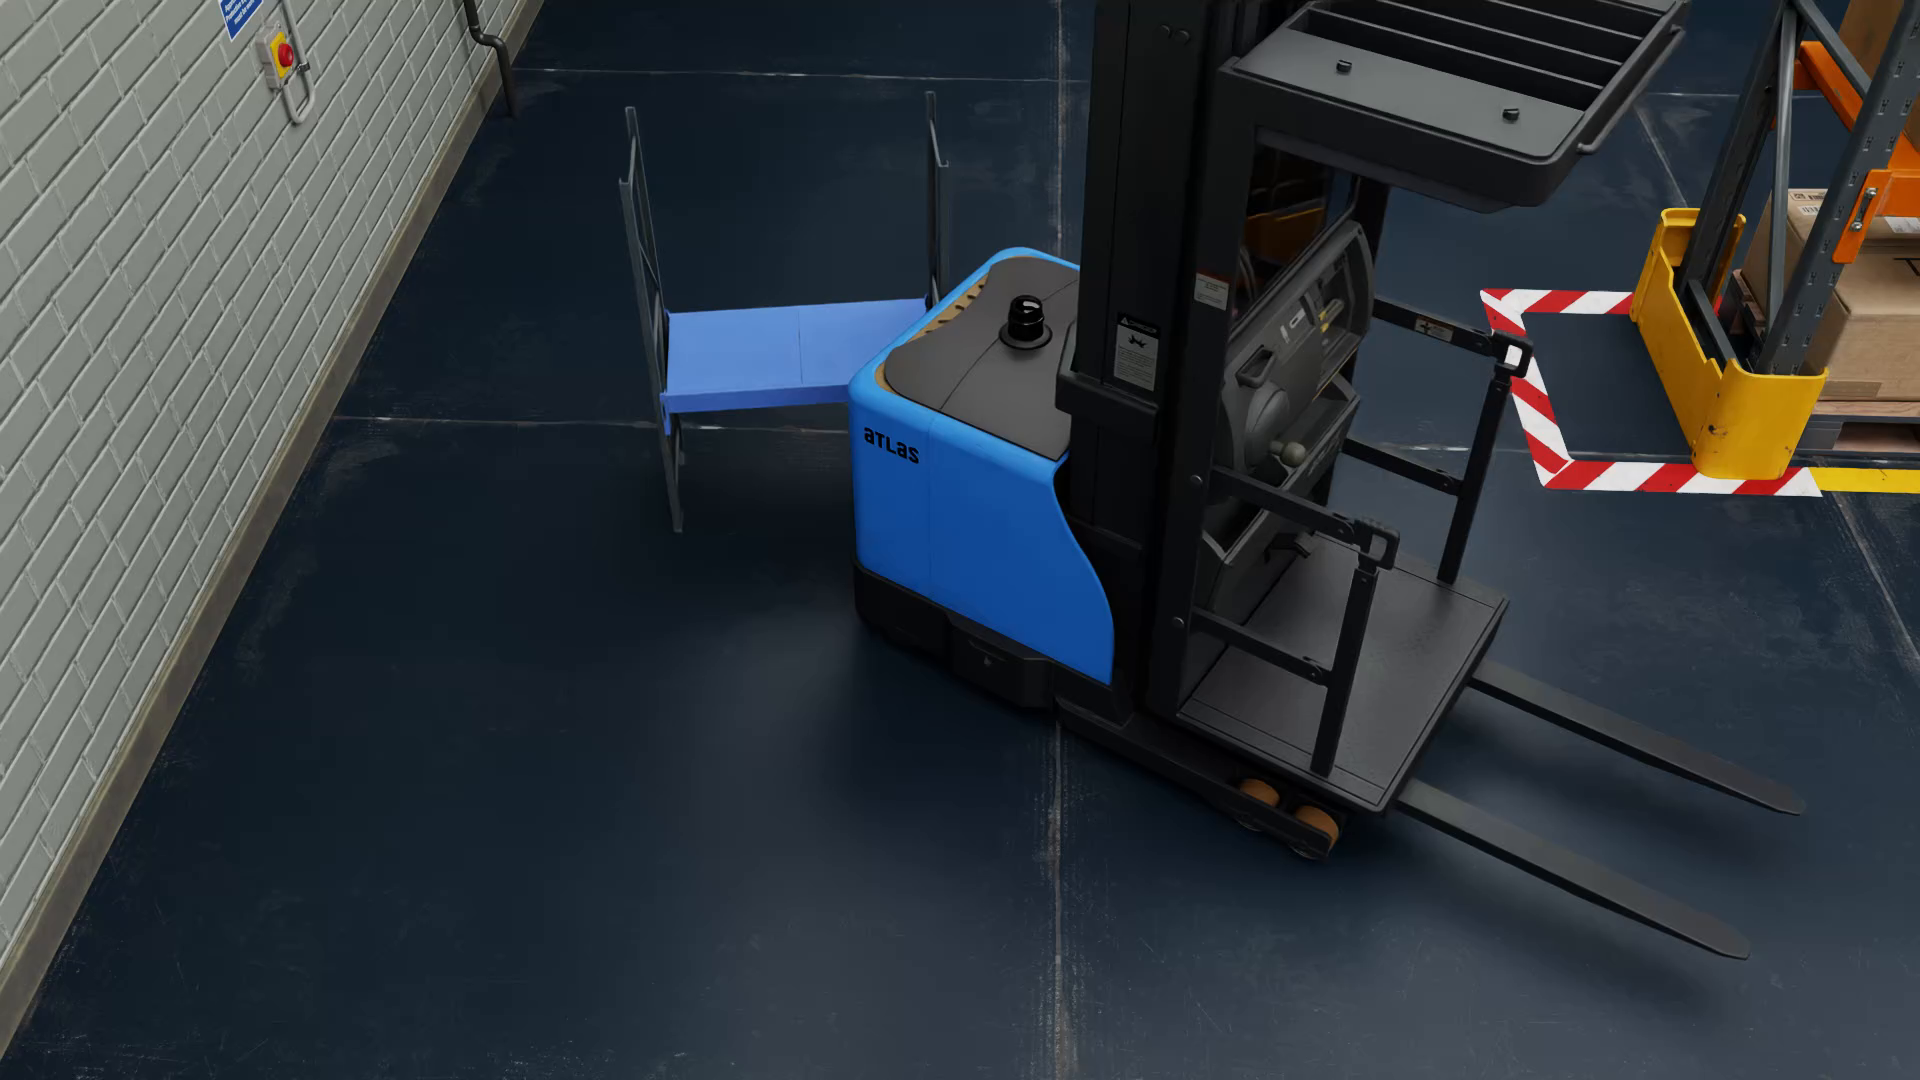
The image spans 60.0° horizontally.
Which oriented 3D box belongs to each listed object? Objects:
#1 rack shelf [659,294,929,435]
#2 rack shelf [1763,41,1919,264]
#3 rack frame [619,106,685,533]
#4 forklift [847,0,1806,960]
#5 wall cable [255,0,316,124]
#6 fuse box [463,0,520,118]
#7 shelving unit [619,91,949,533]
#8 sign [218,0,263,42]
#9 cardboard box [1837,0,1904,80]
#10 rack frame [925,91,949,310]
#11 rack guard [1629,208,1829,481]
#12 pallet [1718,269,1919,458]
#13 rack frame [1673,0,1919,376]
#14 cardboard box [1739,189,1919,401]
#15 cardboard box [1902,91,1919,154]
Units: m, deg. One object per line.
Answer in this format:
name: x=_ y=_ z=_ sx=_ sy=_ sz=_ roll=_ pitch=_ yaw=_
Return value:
rack shelf: x=-0.583 y=-0.651 z=6.113 sx=1.000 sy=0.185 sz=0.538 roll=-4 pitch=43 yaw=-4
rack shelf: x=5.115 y=-1.407 z=6.087 sx=4.000 sy=0.370 sz=1.077 roll=2 pitch=43 yaw=2
rack frame: x=-1.089 y=-0.747 z=5.952 sx=0.032 sy=1.500 sz=0.500 roll=-4 pitch=43 yaw=-4
forklift: x=1.136 y=-0.497 z=4.634 sx=3.031 sy=2.935 sz=1.130 roll=25 pitch=48 yaw=24
wall cable: x=-2.517 y=-2.272 z=5.720 sx=0.123 sy=1.953 sz=0.585 roll=2 pitch=43 yaw=2
fuse box: x=-2.277 y=-2.843 z=8.047 sx=0.414 sy=1.711 sz=0.539 roll=2 pitch=43 yaw=2
shelving unit: x=-0.583 y=-0.783 z=5.990 sx=1.048 sy=1.500 sz=0.538 roll=-4 pitch=43 yaw=-4
sign: x=-2.581 y=-1.957 z=5.951 sx=0.001 sy=0.218 sz=0.327 roll=2 pitch=43 yaw=2
cardboard box: x=3.610 y=-1.934 z=6.052 sx=0.500 sy=0.500 sz=0.500 roll=2 pitch=43 yaw=2
rack frame: x=-0.078 y=-0.819 z=6.028 sx=0.032 sy=1.500 sz=0.500 roll=-4 pitch=43 yaw=-4
rack guard: x=3.093 y=-0.818 z=6.761 sx=0.348 sy=0.500 sz=1.175 roll=2 pitch=43 yaw=2
pallet: x=3.919 y=-0.740 z=6.889 sx=1.213 sy=0.211 sz=1.003 roll=2 pitch=43 yaw=2
rack frame: x=3.117 y=-1.732 z=5.908 sx=0.127 sy=3.000 sz=1.000 roll=2 pitch=43 yaw=2
cardboard box: x=3.780 y=-0.996 z=6.690 sx=0.875 sy=0.438 sz=0.875 roll=0 pitch=43 yaw=0
cardboard box: x=3.583 y=-1.558 z=5.648 sx=0.500 sy=0.500 sz=0.500 roll=1 pitch=43 yaw=2
